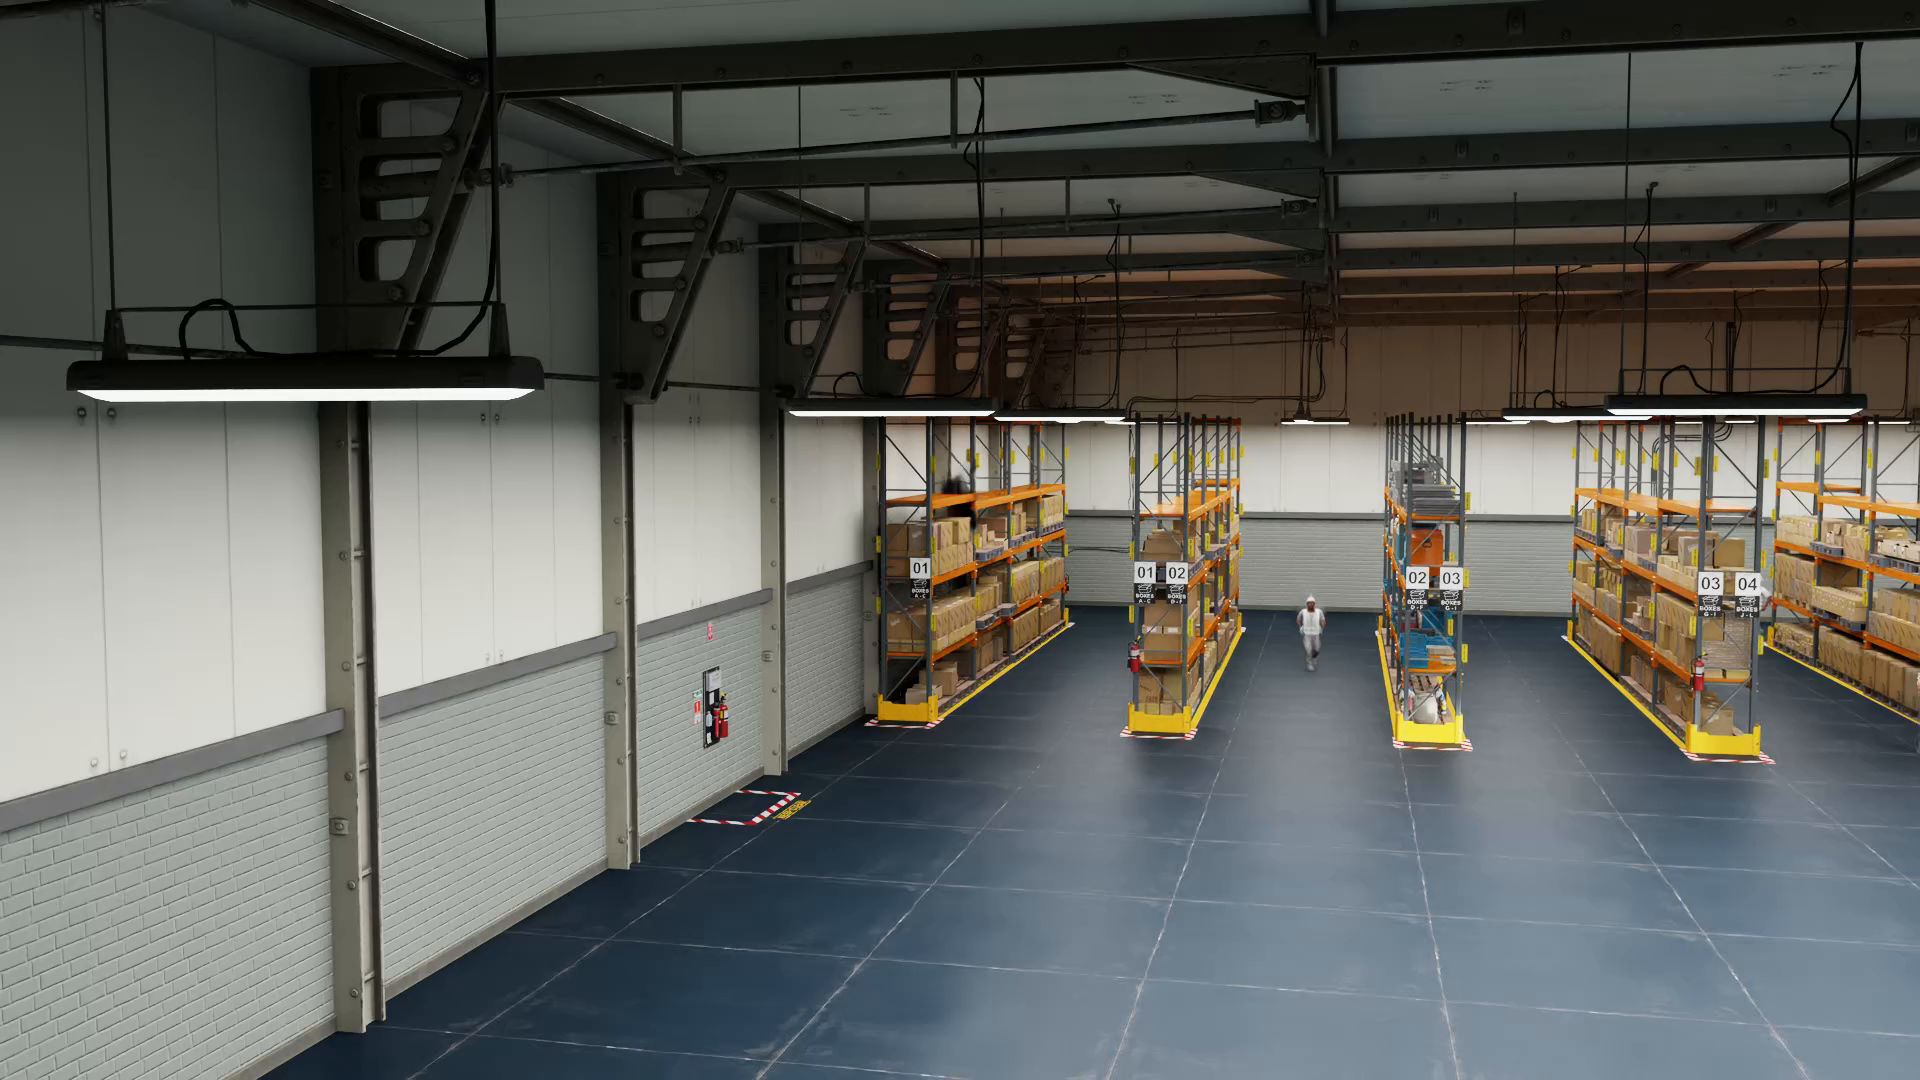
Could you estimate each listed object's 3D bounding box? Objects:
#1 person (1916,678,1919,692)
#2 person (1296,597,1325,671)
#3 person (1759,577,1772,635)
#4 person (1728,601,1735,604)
[{"bbox_3d":[16.931,2.880,28.653,0.657,1.807,0.852,0,4,1],"label":"person"},{"bbox_3d":[8.246,2.209,39.092,0.665,1.736,0.590,0,4,7],"label":"person"},{"bbox_3d":[21.239,1.828,44.513,0.963,1.747,0.759,-1,4,-9],"label":"person"},{"bbox_3d":[20.681,1.856,44.611,0.546,1.718,0.695,-1,4,-12],"label":"person"}]
